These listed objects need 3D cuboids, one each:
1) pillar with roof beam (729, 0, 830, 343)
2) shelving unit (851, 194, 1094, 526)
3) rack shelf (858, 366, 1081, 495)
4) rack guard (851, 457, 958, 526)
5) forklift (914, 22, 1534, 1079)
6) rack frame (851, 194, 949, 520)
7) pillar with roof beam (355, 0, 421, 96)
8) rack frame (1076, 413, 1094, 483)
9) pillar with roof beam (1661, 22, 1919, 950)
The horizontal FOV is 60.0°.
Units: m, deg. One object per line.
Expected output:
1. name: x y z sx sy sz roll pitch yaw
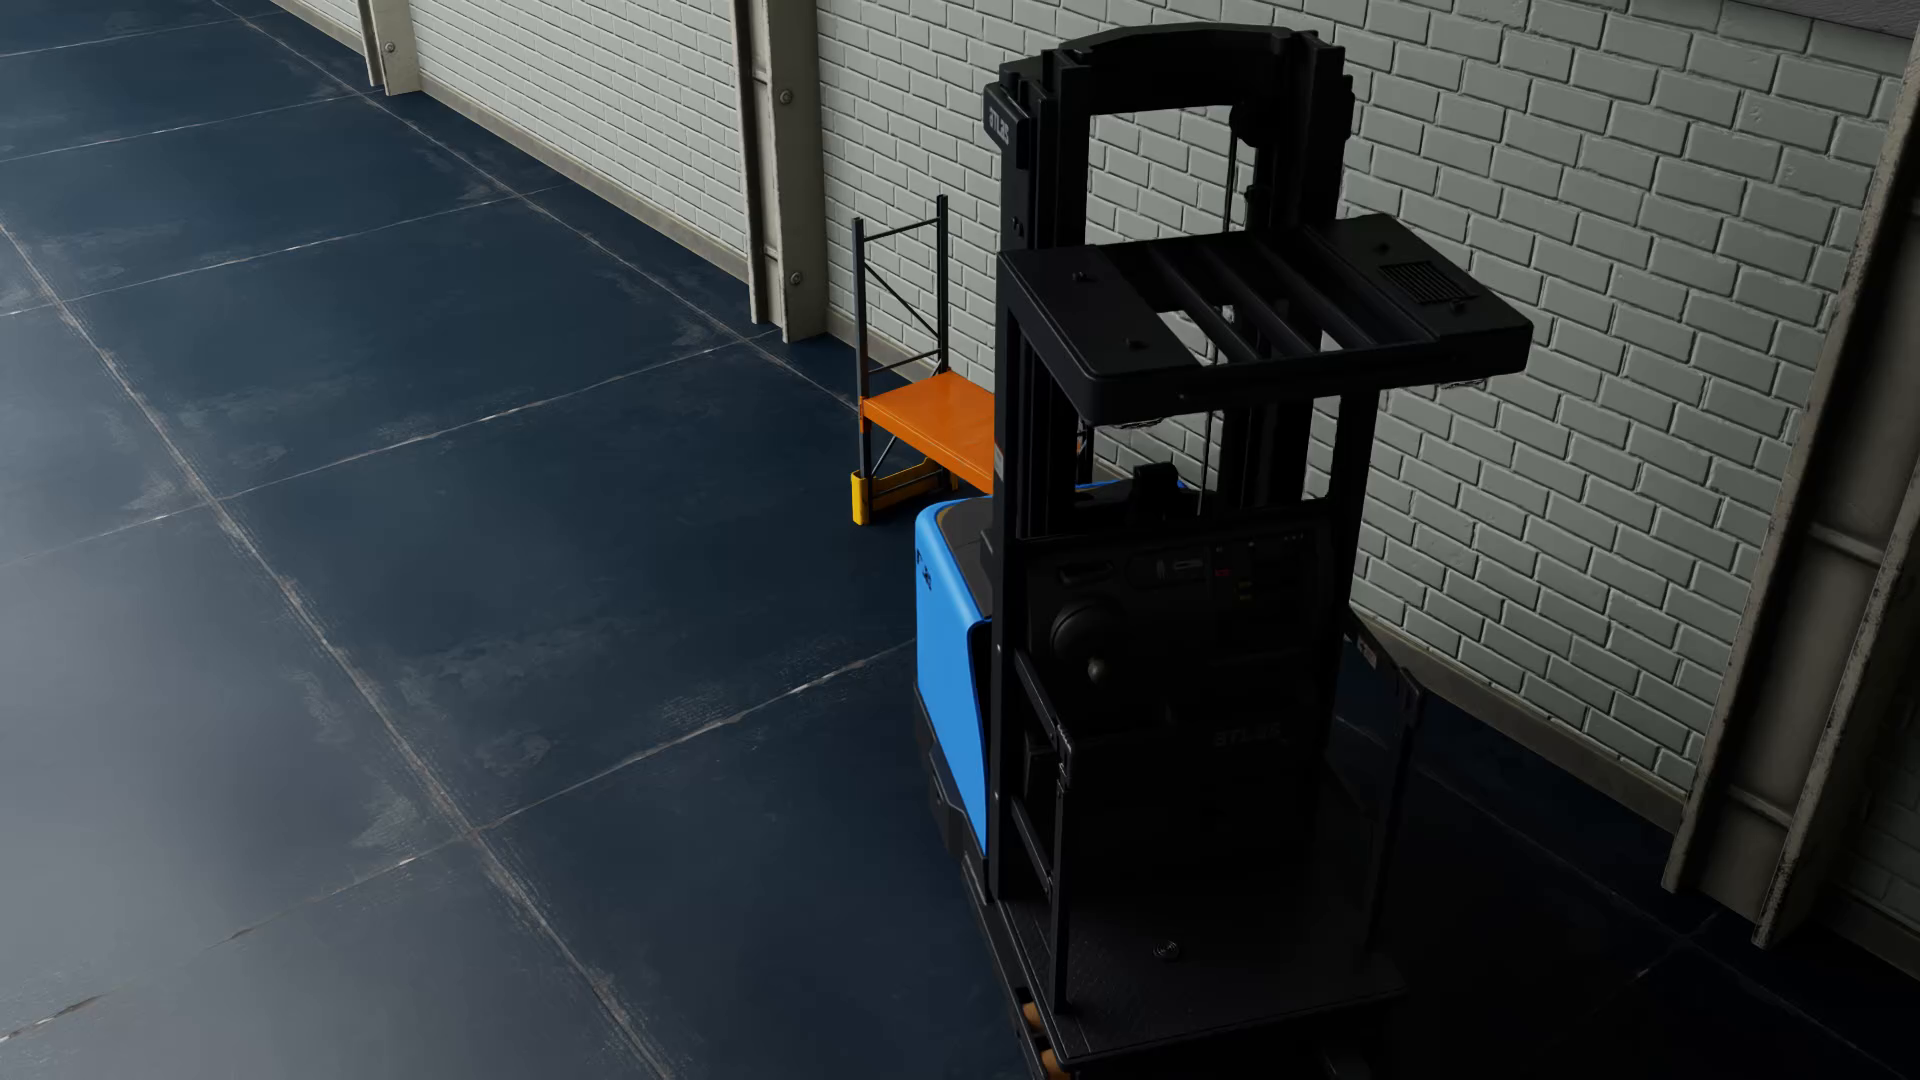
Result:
1. pillar with roof beam: -4.393 -3.692 5.165 9.100 9.000 0.400 -22 38 -31
2. shelving unit: 0.047 -0.605 7.303 0.587 1.500 1.083 -22 38 -31
3. rack shelf: 0.052 -0.449 7.392 0.538 0.185 1.000 -22 38 -31
4. rack guard: -0.259 -0.282 7.967 0.587 0.250 0.087 -22 38 -31
5. forklift: 0.693 0.225 4.609 1.130 2.935 3.031 -8 33 -12
6. rack frame: -0.259 -0.813 7.638 0.500 1.500 0.032 -22 38 -31
7. pillar with roof beam: -8.072 -6.192 9.191 9.100 9.000 0.400 -22 38 -31
8. rack frame: 0.364 -0.390 6.956 0.500 1.500 0.032 -22 38 -31
9. pillar with roof beam: -0.713 -1.191 1.139 9.100 9.000 0.400 -22 38 -31
